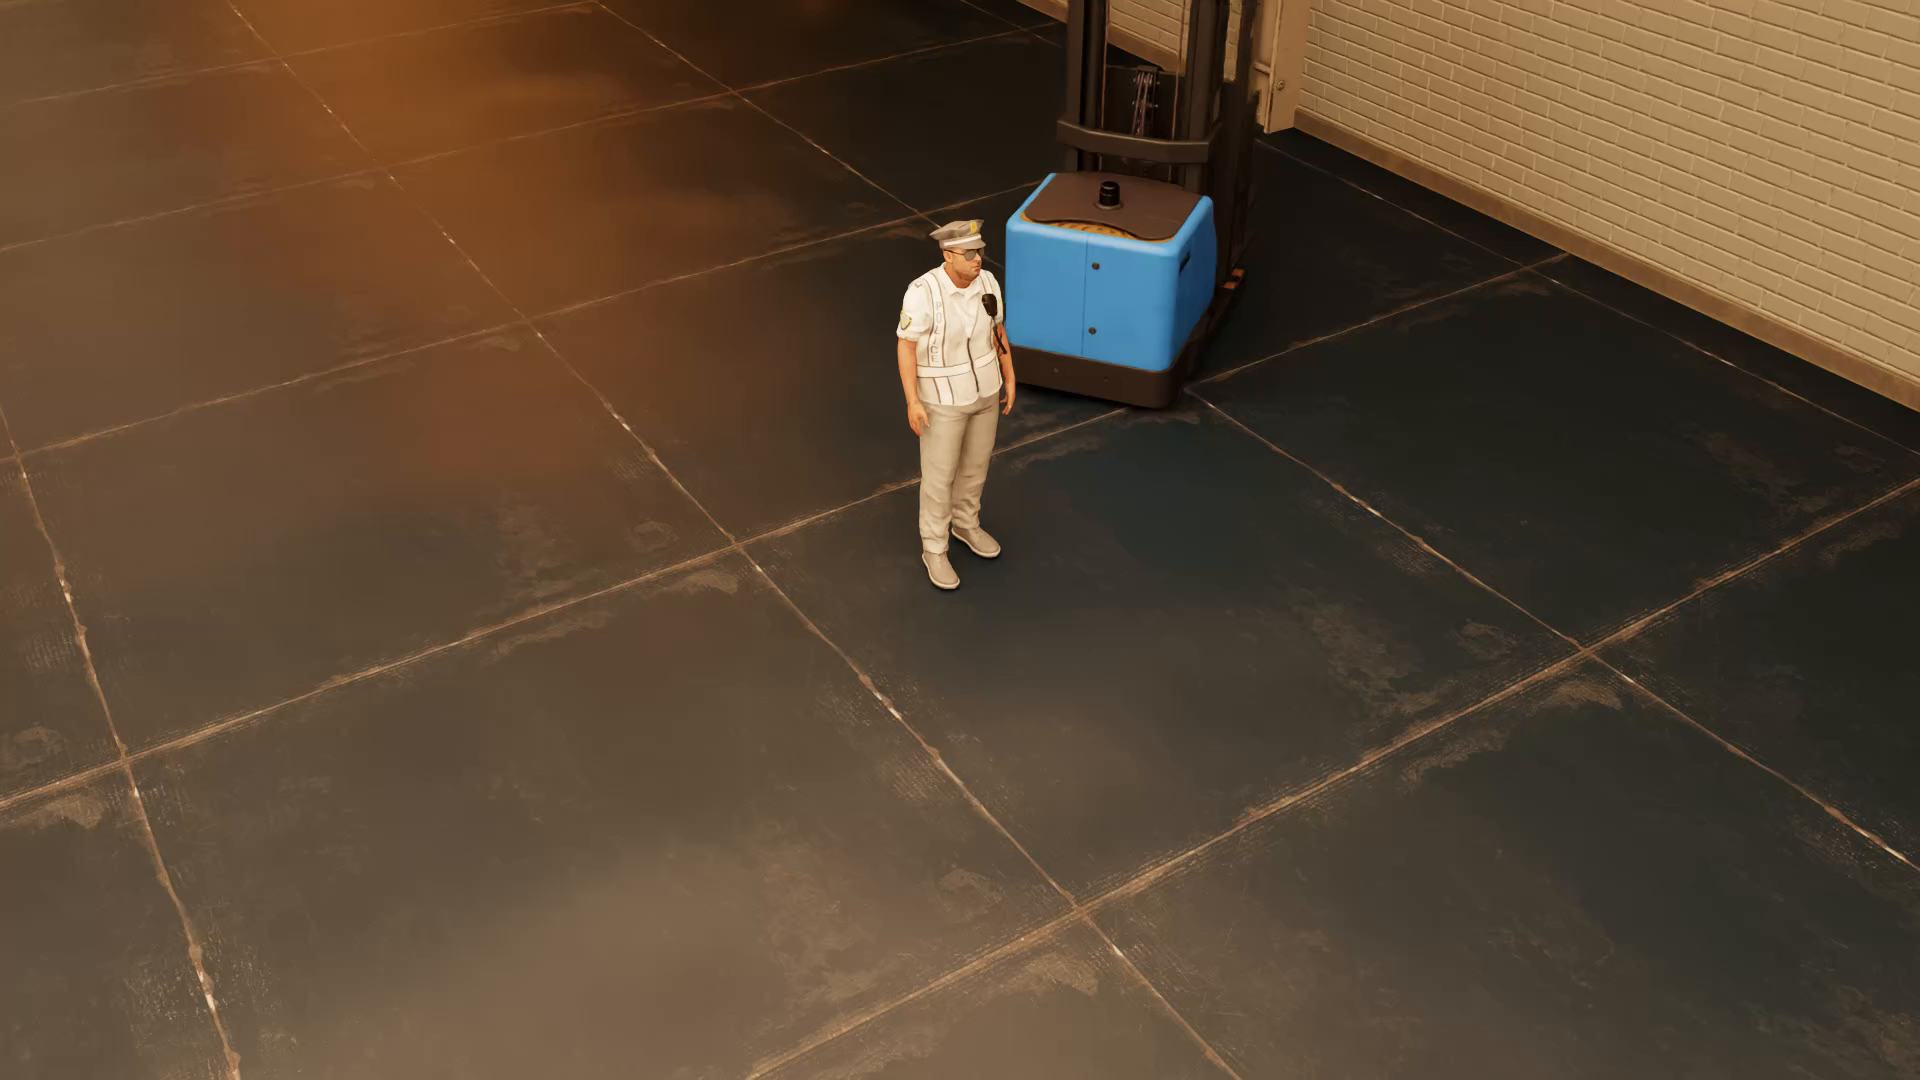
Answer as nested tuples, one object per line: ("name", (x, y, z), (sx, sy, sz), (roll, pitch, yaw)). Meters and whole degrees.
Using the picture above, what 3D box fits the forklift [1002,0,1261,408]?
("forklift", (1.269, -2.807, 10.142), (1.130, 2.935, 3.031), (13, 37, 18))

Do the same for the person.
("person", (0.032, -0.694, 8.122), (0.640, 1.781, 0.575), (-21, 40, -27))
